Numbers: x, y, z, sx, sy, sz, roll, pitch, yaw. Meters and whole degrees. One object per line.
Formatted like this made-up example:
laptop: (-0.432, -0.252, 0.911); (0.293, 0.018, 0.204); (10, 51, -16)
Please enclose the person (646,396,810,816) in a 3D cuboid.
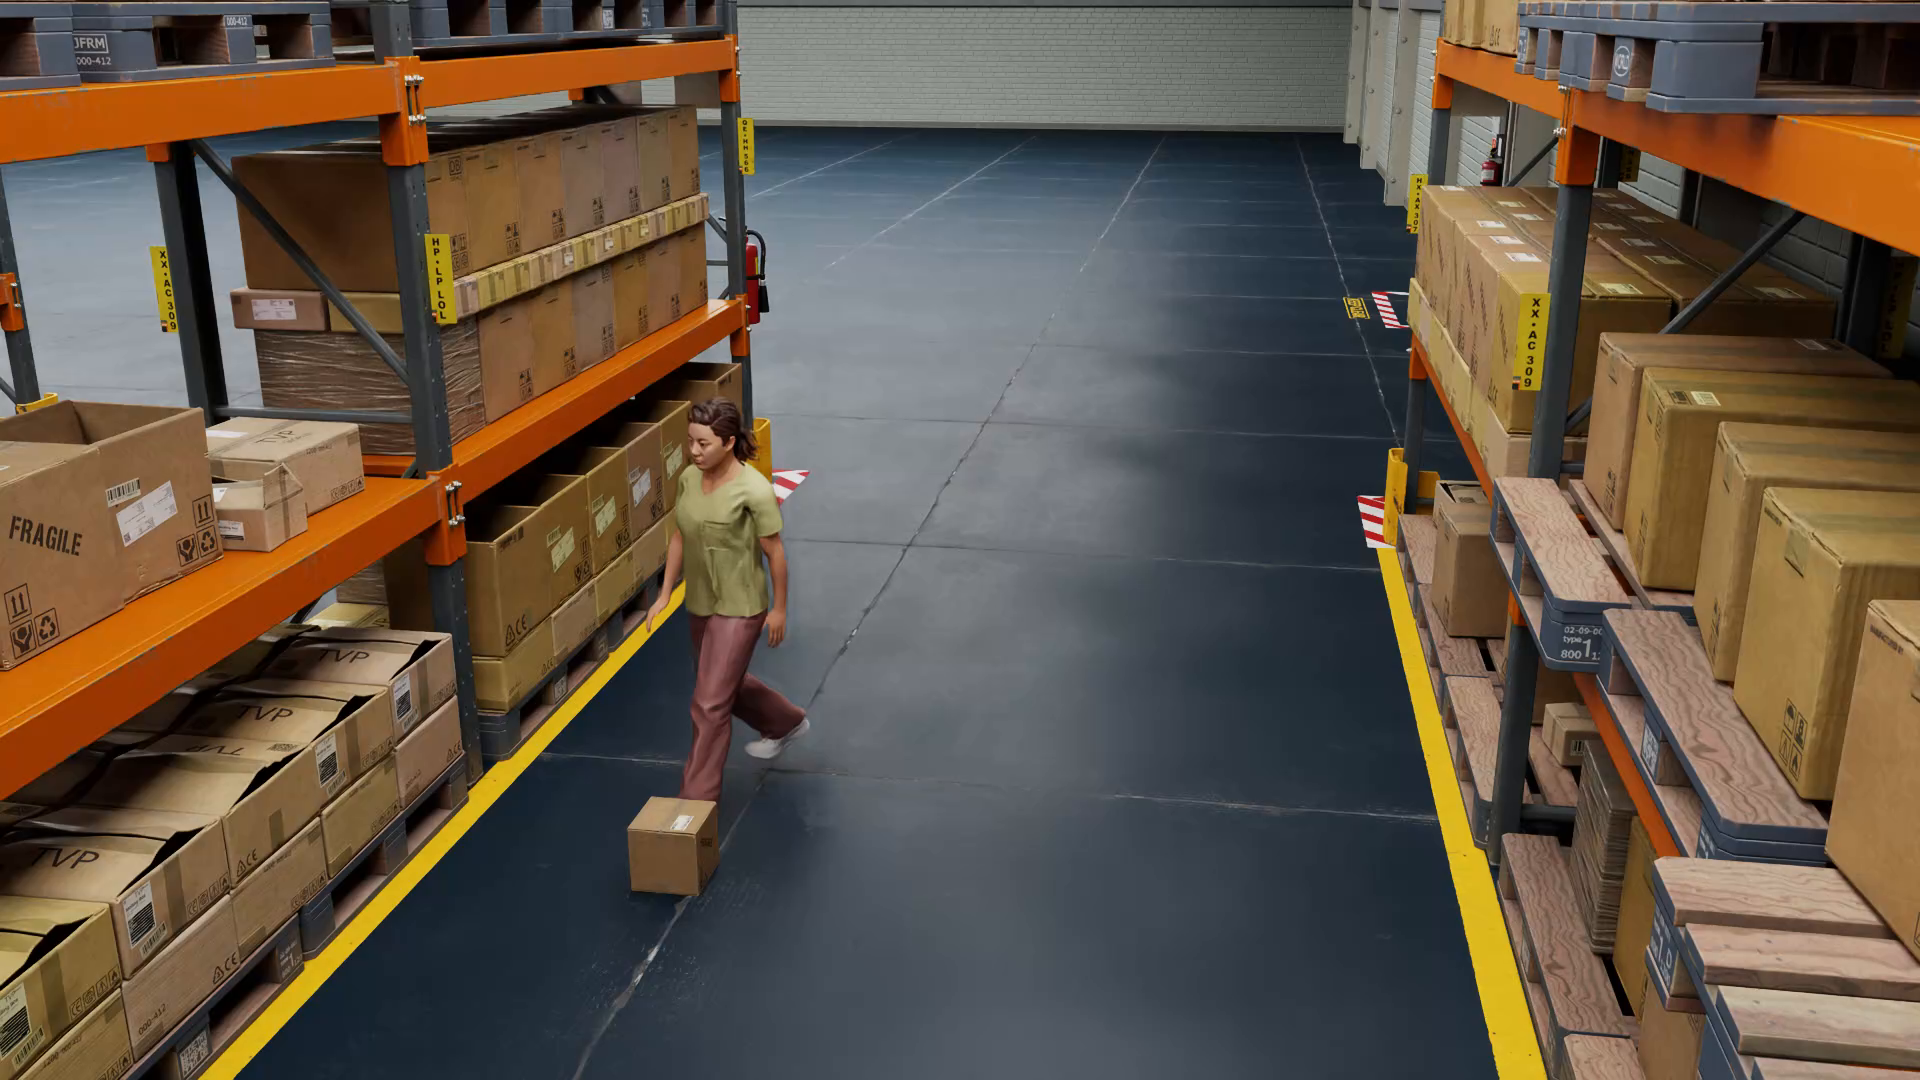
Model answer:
person: (-0.891, 0.252, 6.278); (0.451, 1.642, 0.962); (14, 23, 38)
